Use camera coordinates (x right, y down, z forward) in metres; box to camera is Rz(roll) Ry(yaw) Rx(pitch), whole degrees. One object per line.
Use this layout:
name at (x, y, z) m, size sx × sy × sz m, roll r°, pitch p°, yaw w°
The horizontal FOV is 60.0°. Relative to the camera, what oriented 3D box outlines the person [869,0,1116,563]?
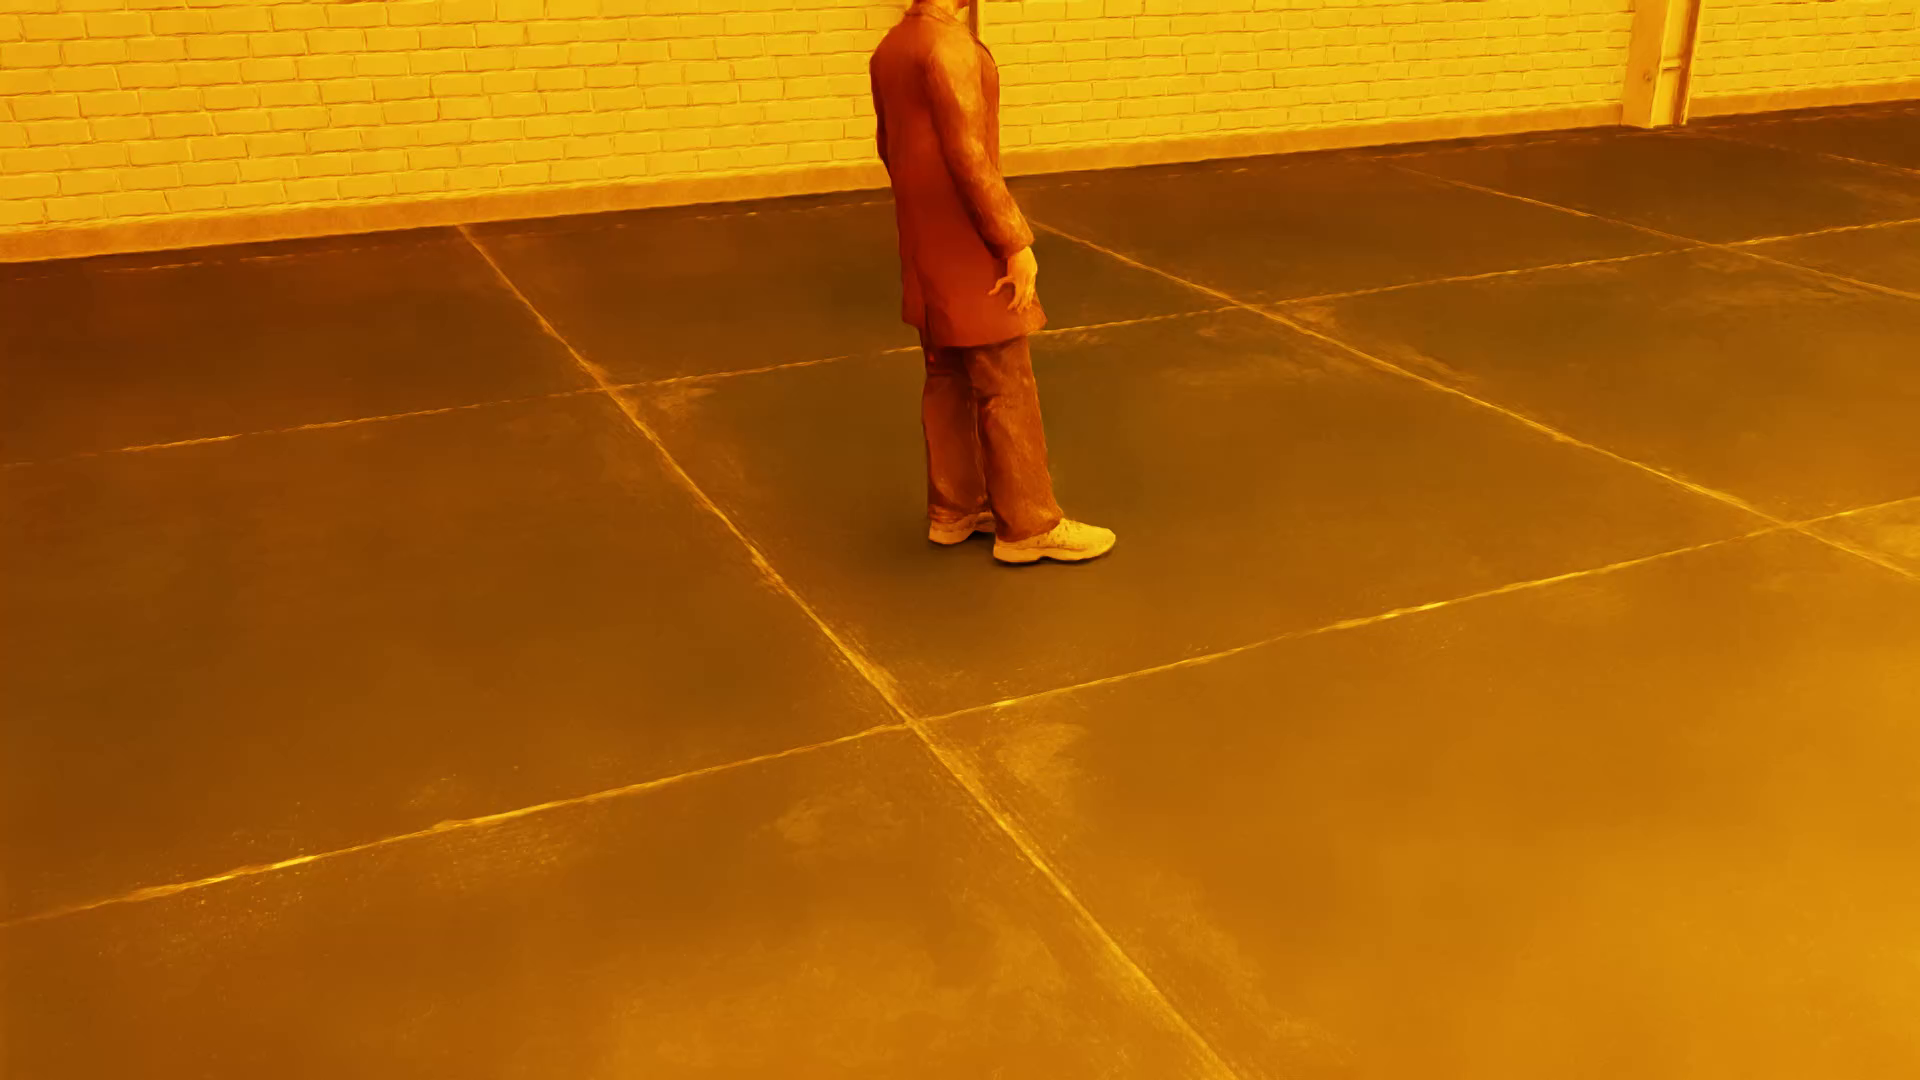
person at (0.085, -0.841, 4.795) m, size 0.580 × 1.776 × 0.694 m, roll -10°, pitch 25°, yaw -23°
